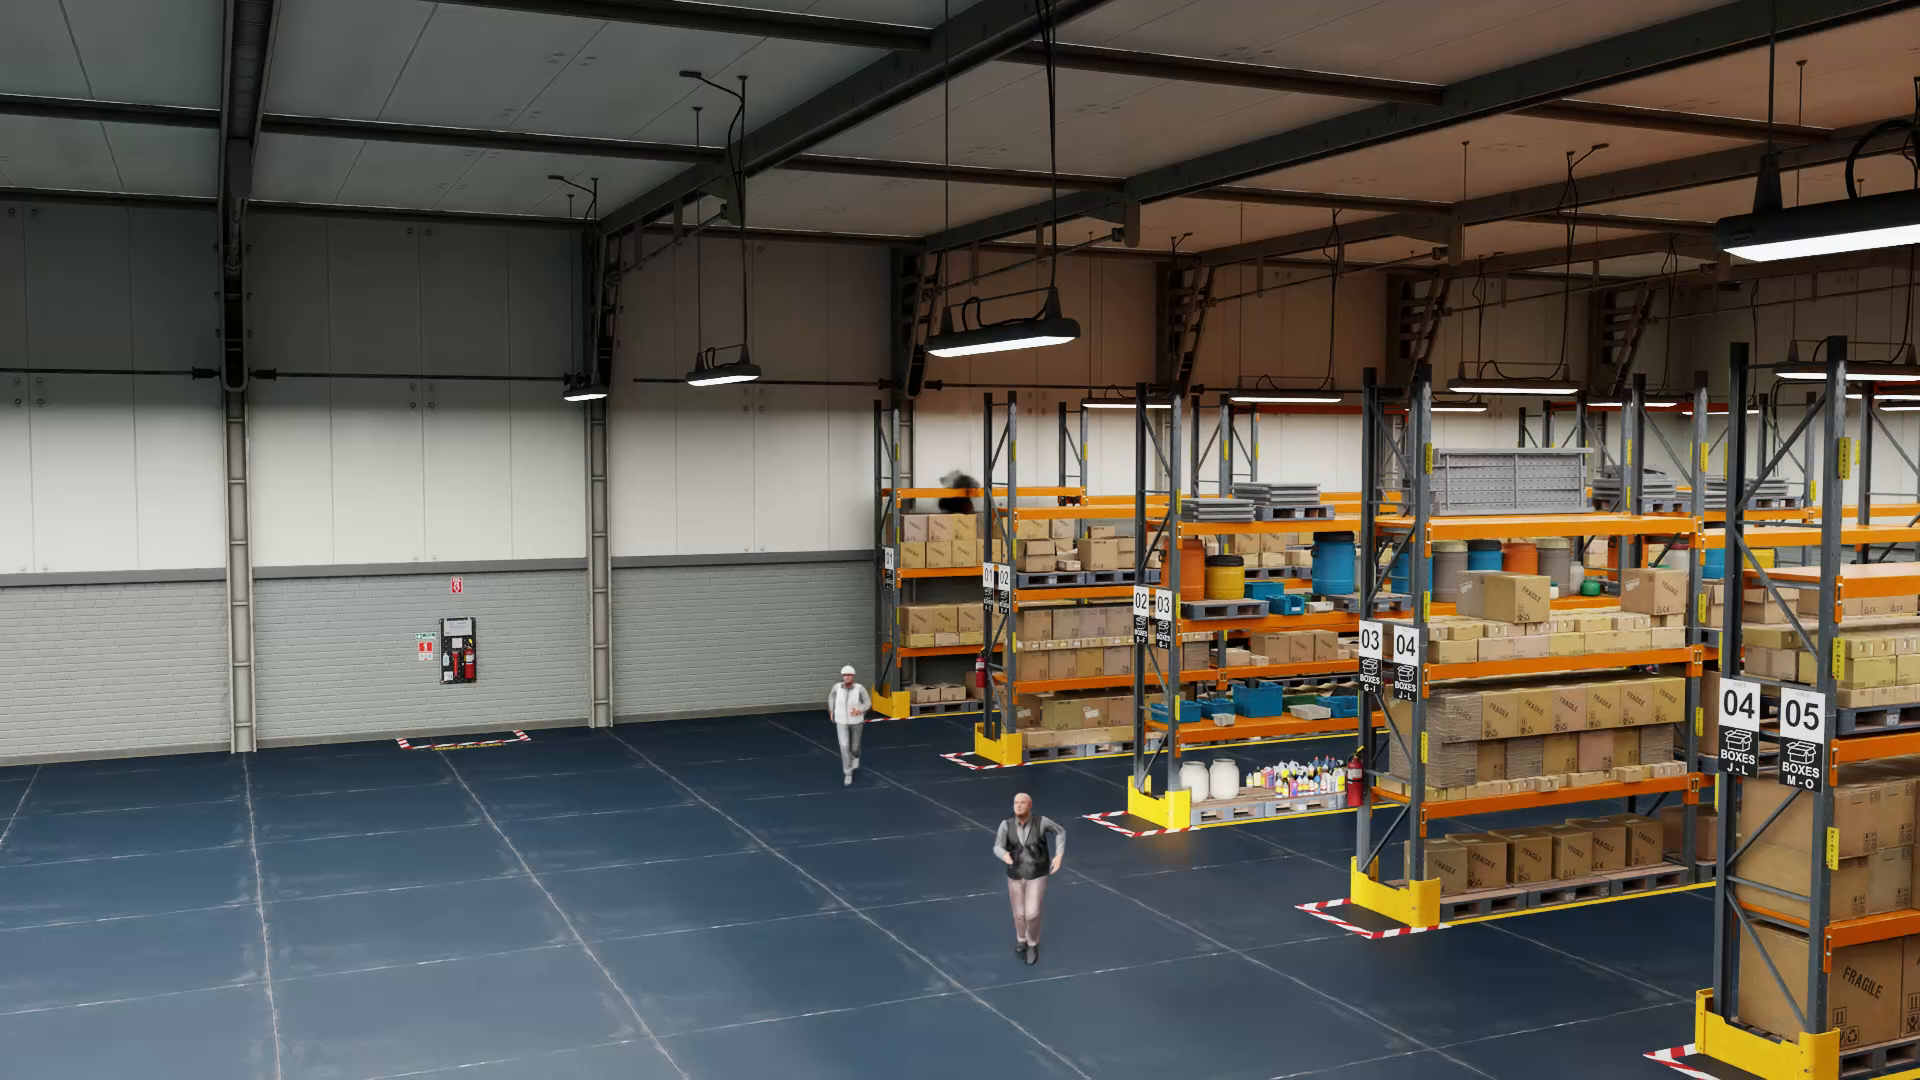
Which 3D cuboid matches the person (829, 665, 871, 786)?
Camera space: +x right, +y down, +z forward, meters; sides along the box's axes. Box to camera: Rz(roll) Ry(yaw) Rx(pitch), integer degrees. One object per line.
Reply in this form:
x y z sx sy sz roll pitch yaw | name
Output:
-1.691 2.796 25.522 0.678 1.774 1.010 0 3 4 | person

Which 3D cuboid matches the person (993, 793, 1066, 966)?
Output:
0.672 3.343 16.454 0.664 1.701 0.853 1 3 16 | person
